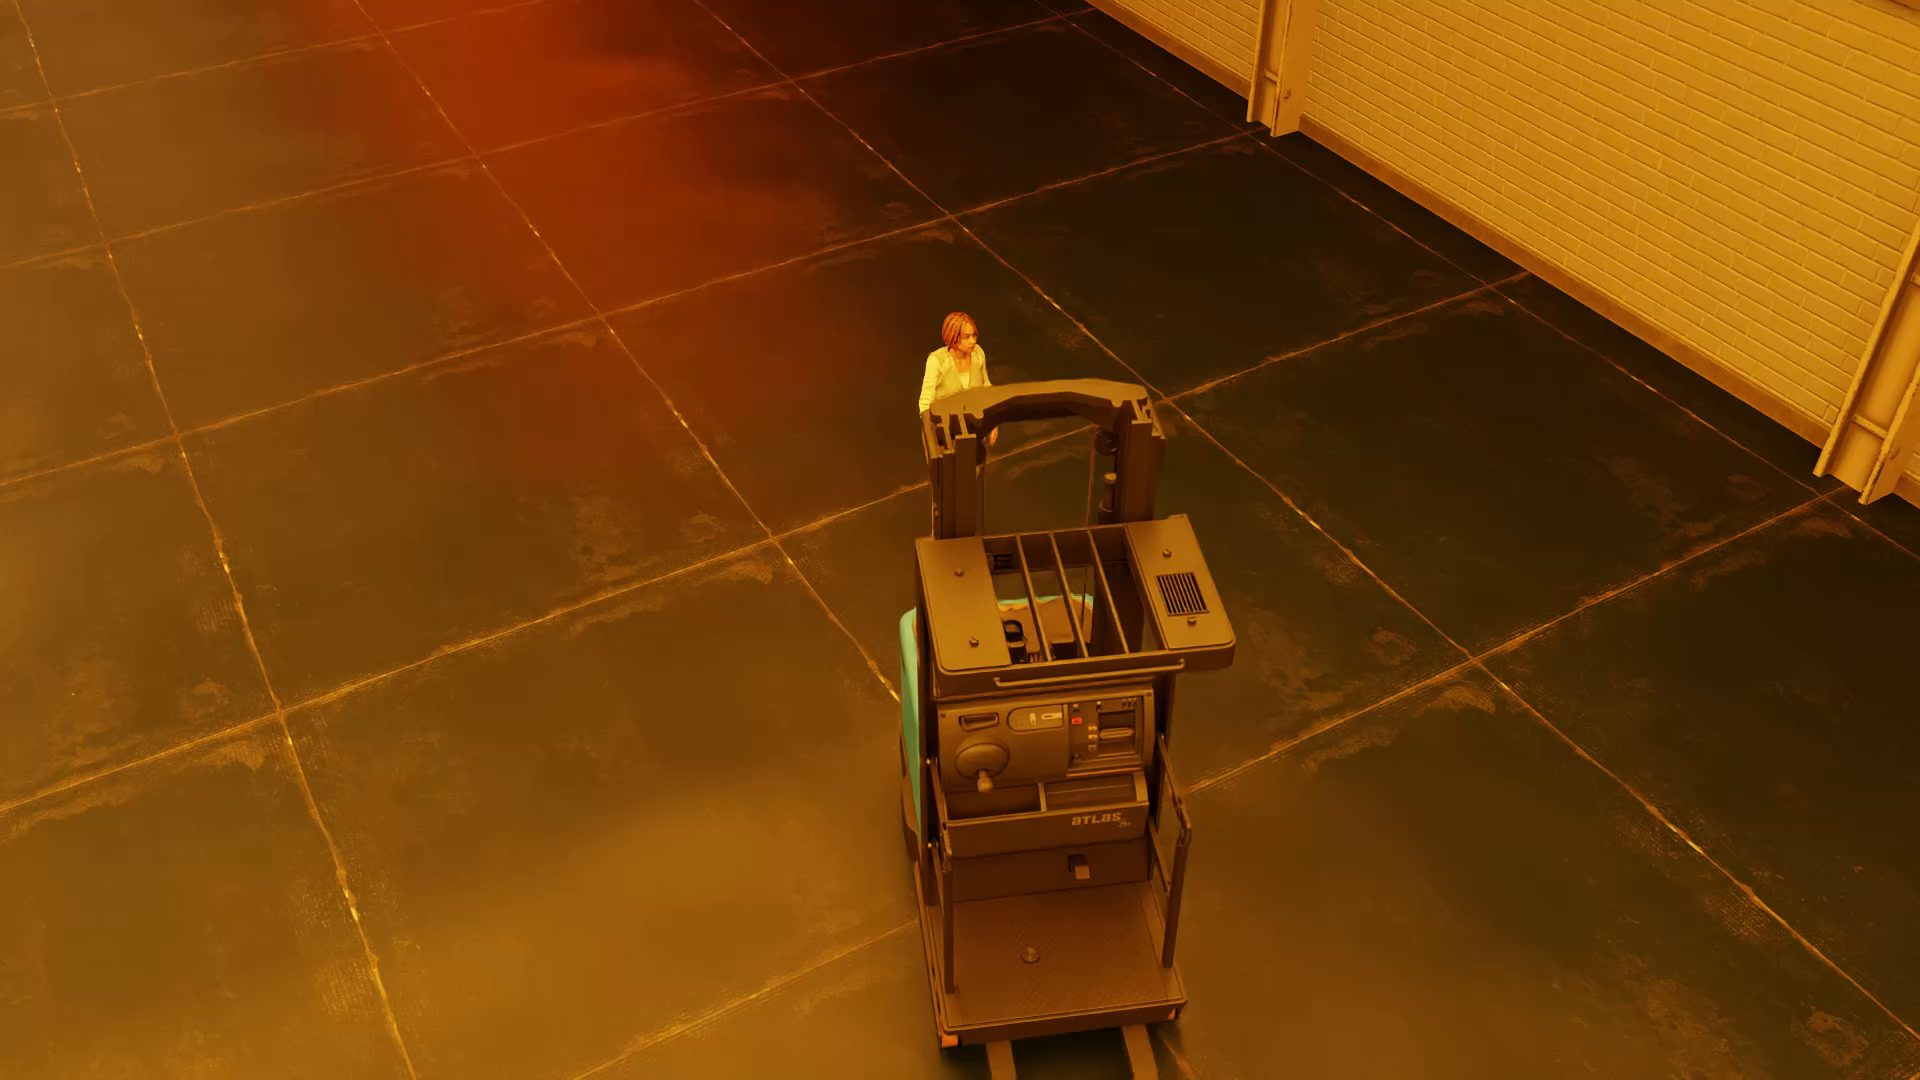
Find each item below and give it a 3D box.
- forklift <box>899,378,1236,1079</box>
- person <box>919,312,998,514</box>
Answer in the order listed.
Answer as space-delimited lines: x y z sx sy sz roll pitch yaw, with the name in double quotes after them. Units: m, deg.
0.402 0.927 6.918 1.130 2.935 3.031 -5 40 -6 "forklift"
0.026 -0.574 9.763 0.521 1.599 0.473 -20 44 -23 "person"
